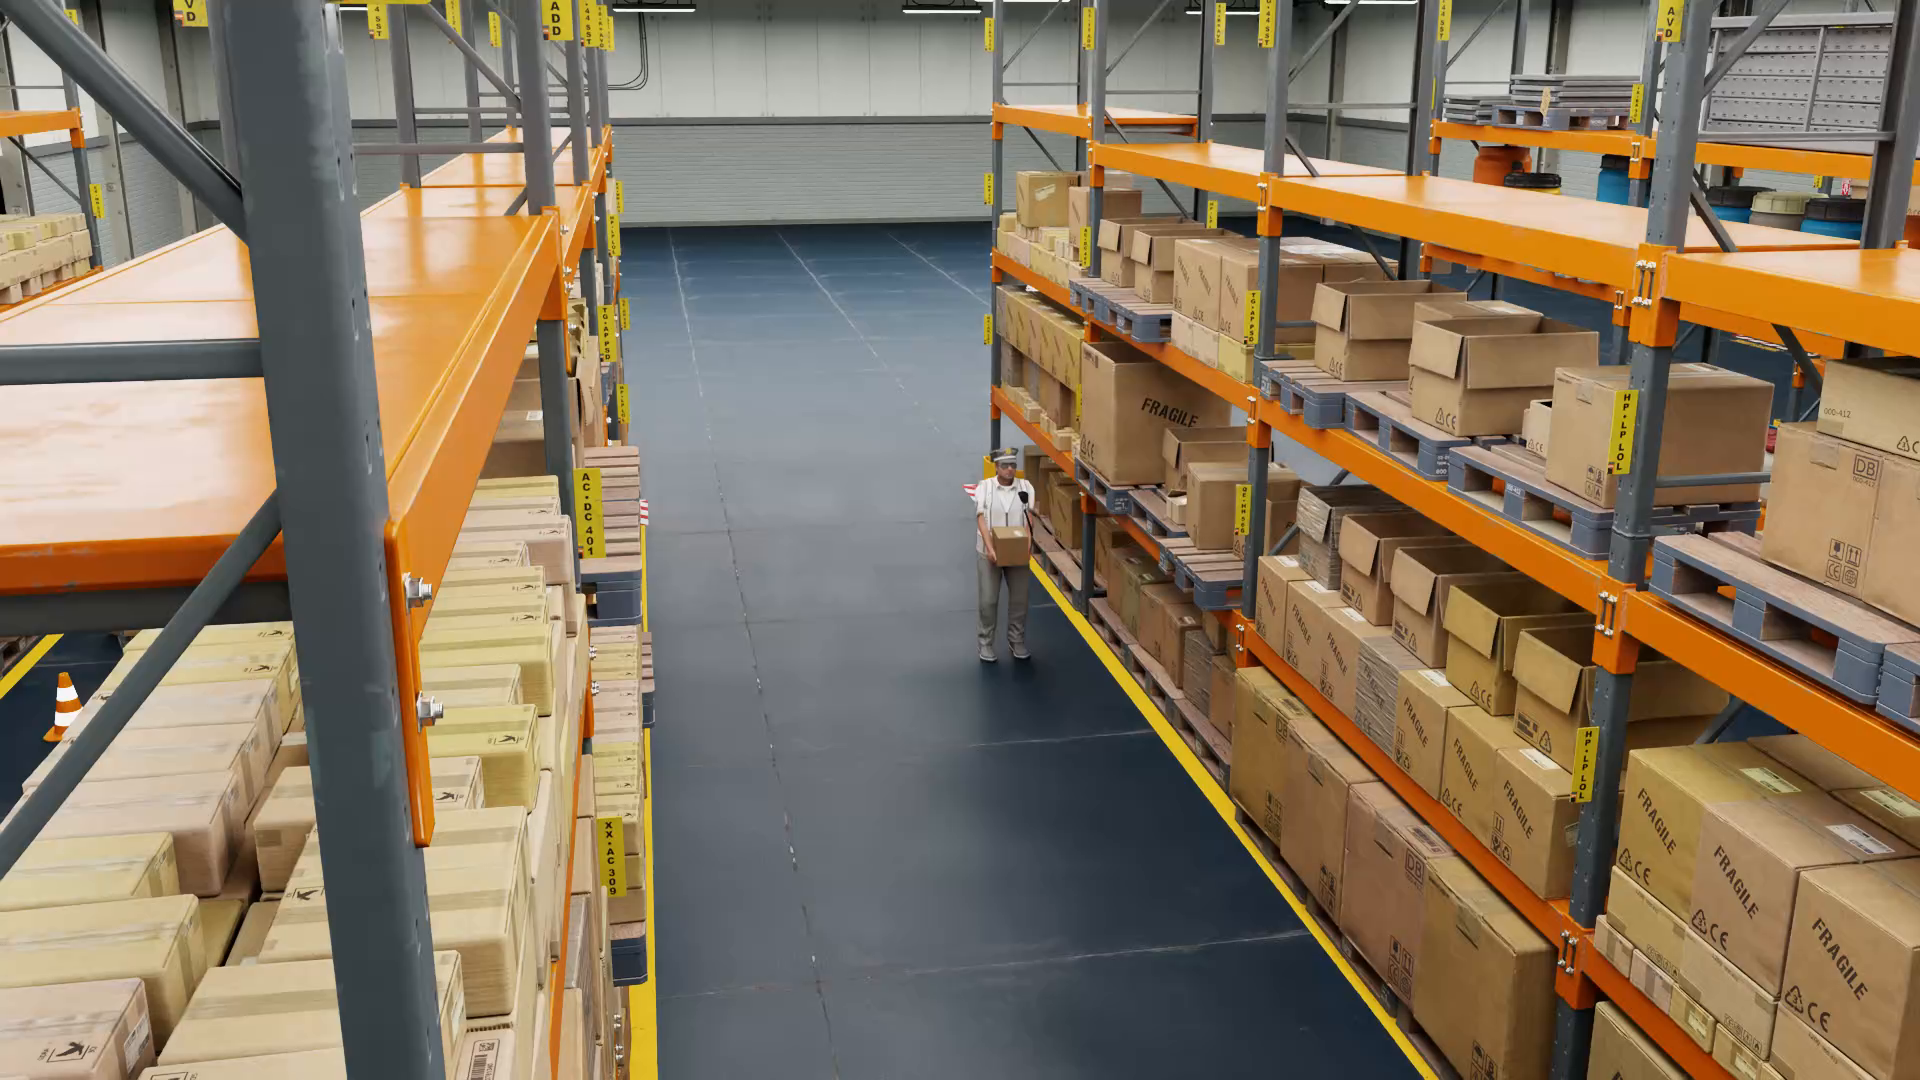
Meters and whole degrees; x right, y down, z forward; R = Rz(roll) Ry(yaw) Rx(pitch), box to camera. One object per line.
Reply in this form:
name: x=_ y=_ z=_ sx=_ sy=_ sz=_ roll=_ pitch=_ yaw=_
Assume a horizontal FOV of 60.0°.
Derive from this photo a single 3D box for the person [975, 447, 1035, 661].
person: x=0.385 y=0.118 z=13.587 sx=0.494 sy=1.766 sz=0.572 roll=-3 pitch=16 yaw=-10
